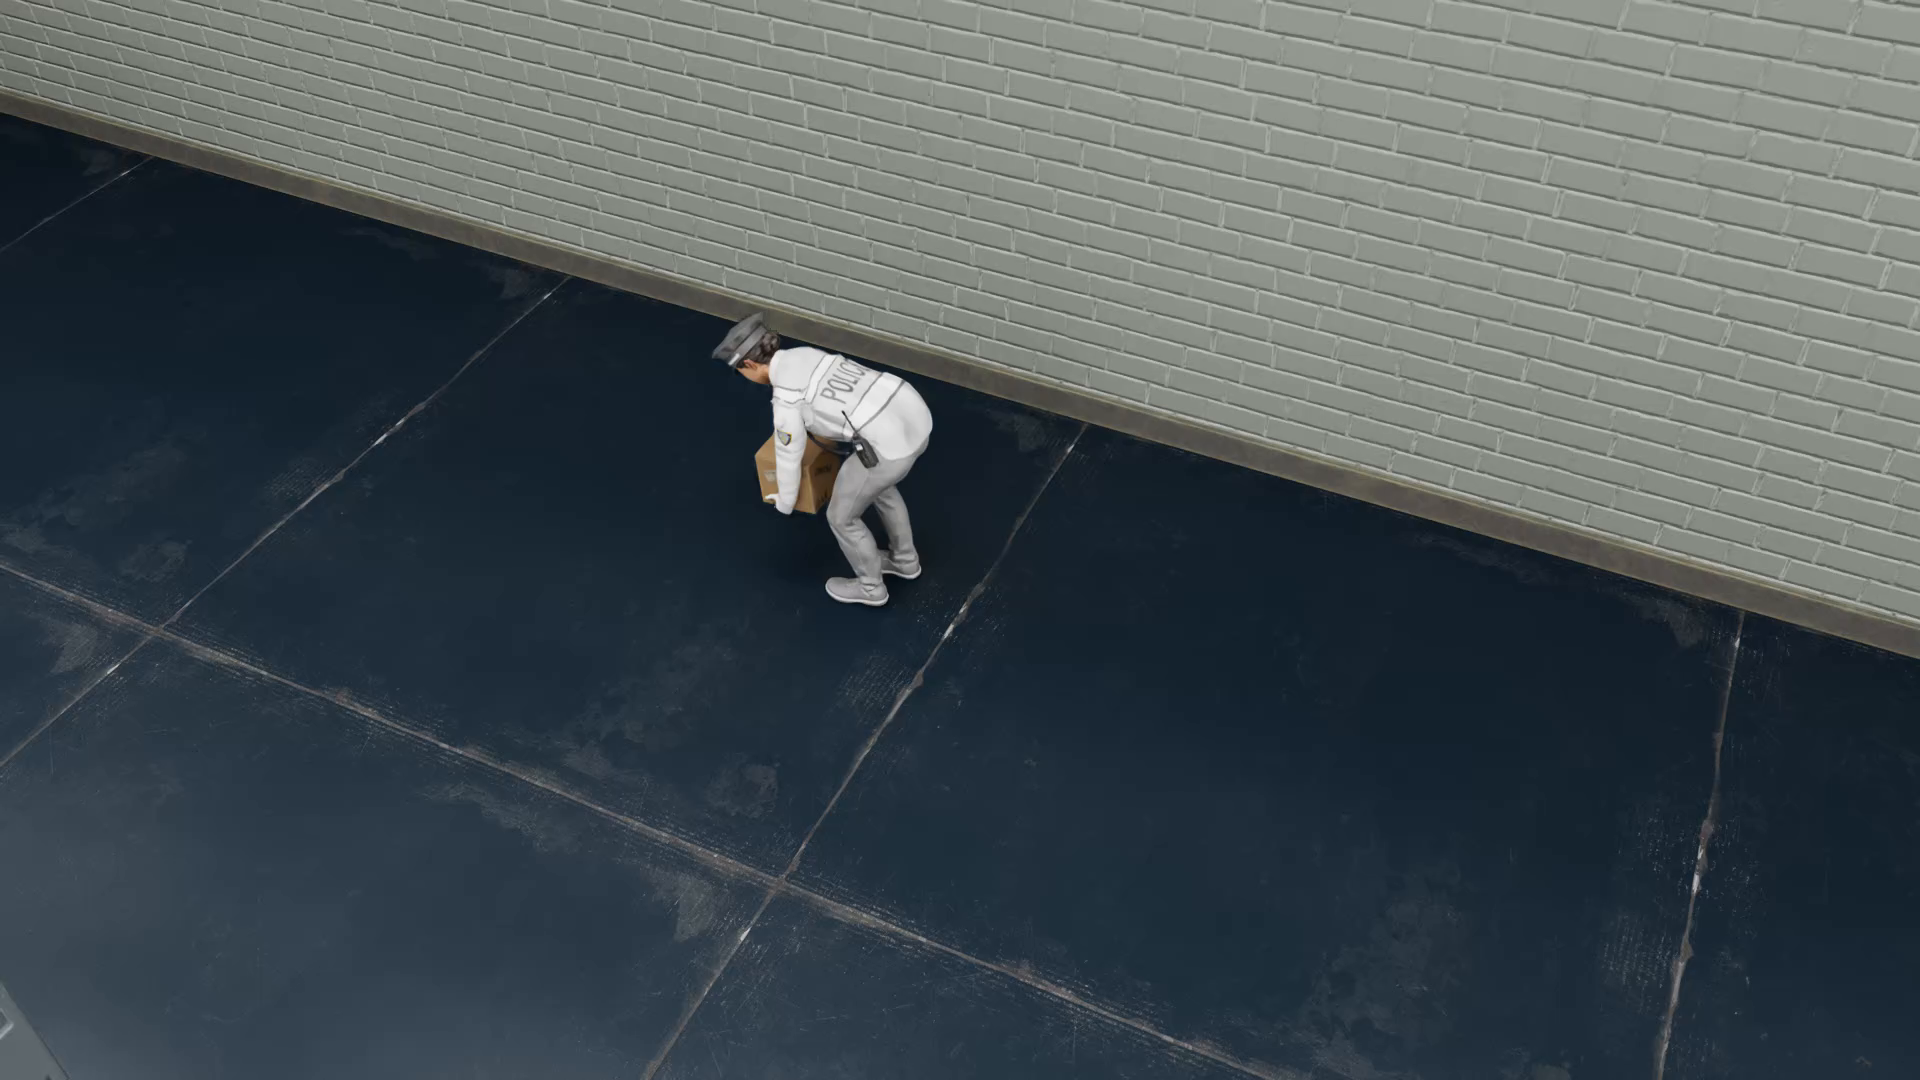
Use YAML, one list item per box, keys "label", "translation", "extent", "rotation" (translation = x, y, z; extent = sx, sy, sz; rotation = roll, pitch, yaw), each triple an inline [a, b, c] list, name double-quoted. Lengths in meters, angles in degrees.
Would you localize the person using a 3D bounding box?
- label: "person"
  translation: [-0.553, -0.323, 6.827]
  extent: [0.905, 1.251, 0.408]
  rotation: [16, 45, 17]
